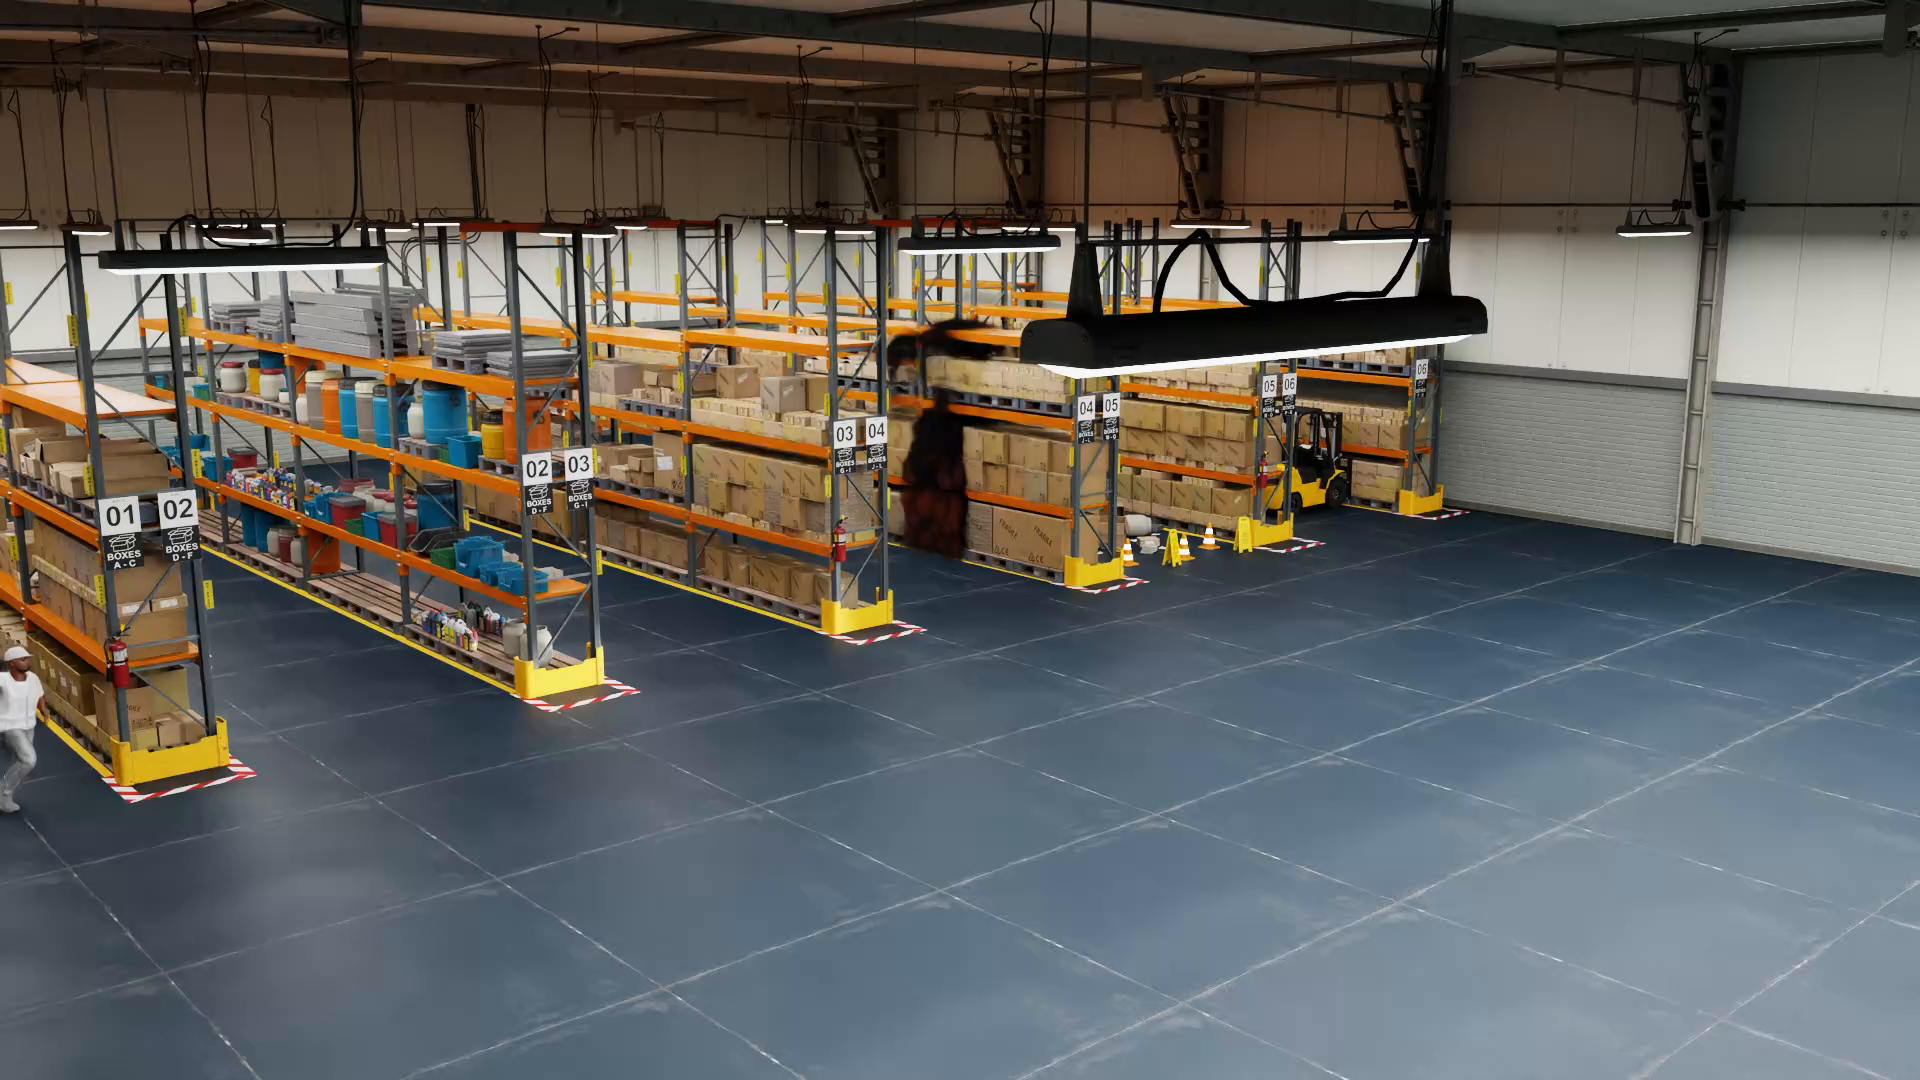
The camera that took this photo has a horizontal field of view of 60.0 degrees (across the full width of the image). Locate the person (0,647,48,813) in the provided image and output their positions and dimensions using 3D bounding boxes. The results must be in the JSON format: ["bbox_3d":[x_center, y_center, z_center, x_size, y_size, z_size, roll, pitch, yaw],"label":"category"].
[{"bbox_3d":[-9.966,1.988,17.662,0.574,1.722,0.690,3,12,13],"label":"person"}]

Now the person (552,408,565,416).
[{"bbox_3d":[-9.472,-2.432,39.460,0.660,1.796,0.881,-3,12,-13],"label":"person"}]
